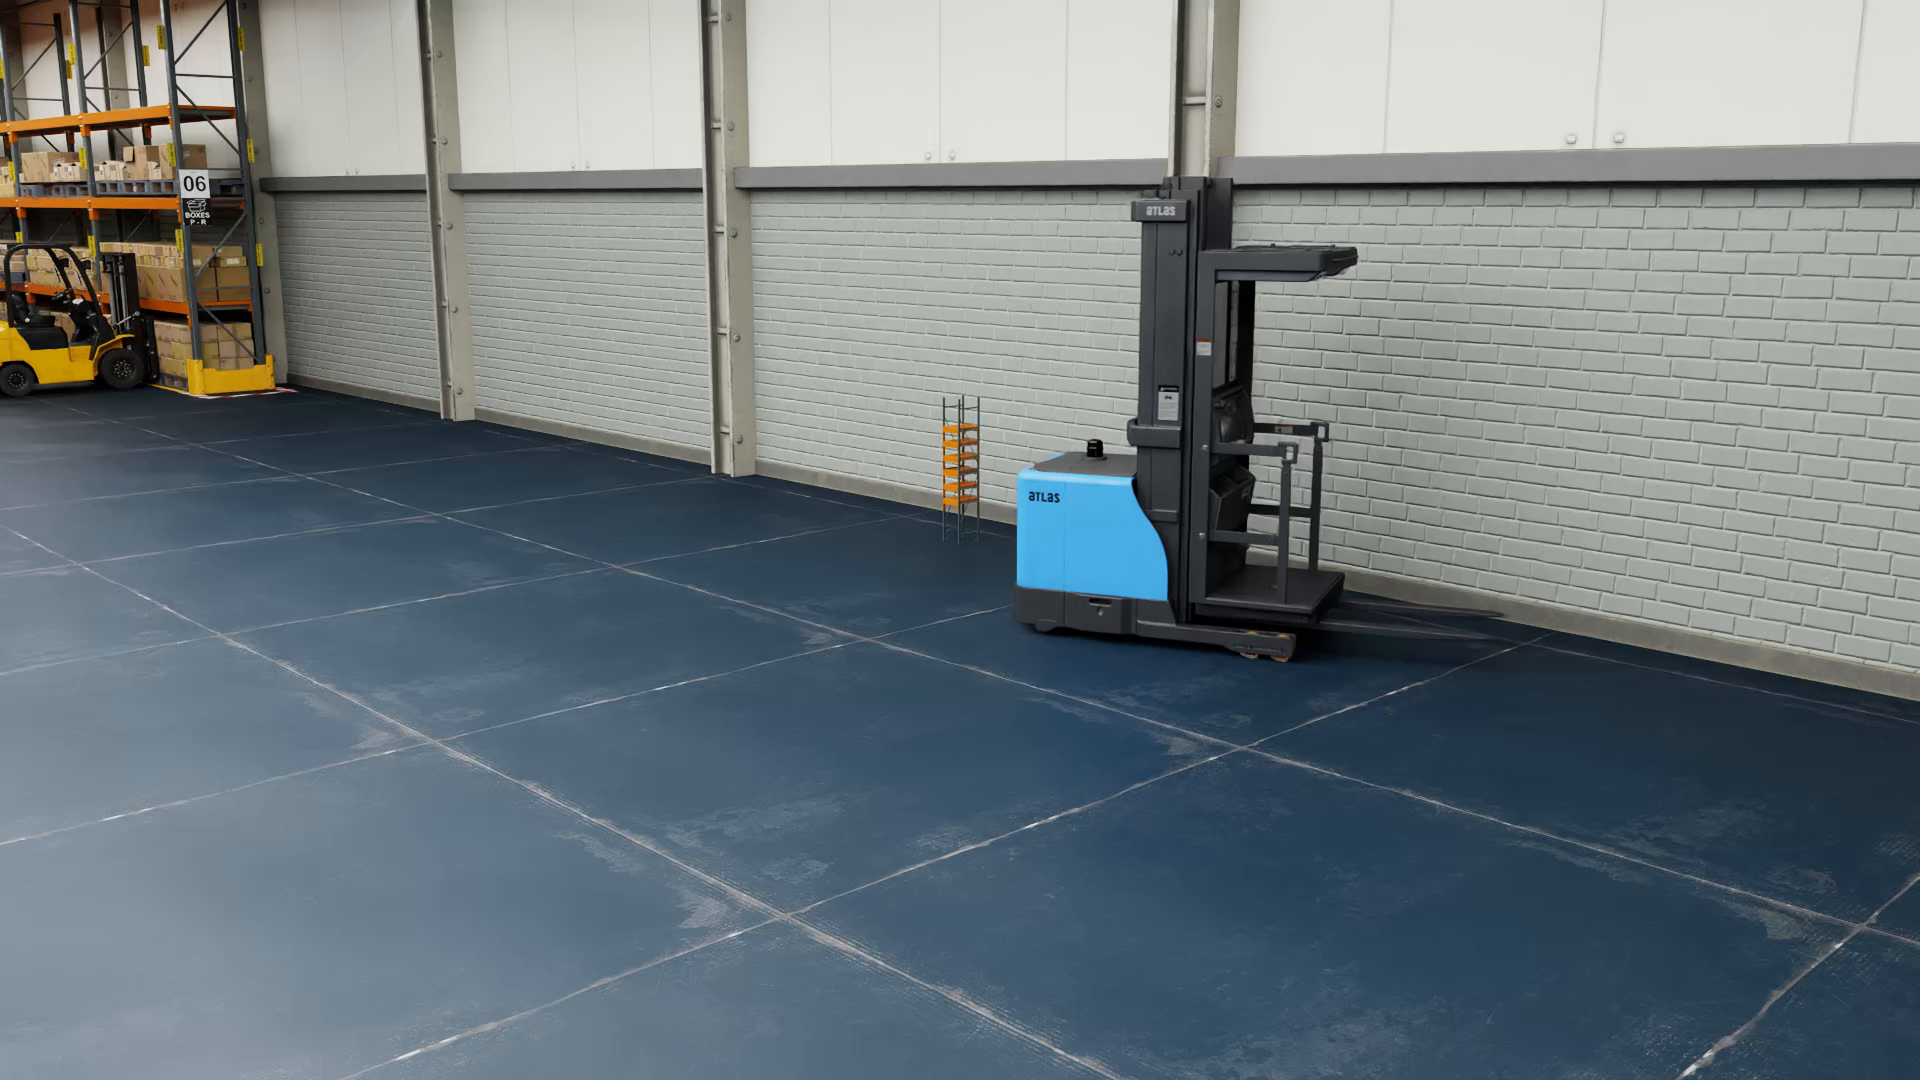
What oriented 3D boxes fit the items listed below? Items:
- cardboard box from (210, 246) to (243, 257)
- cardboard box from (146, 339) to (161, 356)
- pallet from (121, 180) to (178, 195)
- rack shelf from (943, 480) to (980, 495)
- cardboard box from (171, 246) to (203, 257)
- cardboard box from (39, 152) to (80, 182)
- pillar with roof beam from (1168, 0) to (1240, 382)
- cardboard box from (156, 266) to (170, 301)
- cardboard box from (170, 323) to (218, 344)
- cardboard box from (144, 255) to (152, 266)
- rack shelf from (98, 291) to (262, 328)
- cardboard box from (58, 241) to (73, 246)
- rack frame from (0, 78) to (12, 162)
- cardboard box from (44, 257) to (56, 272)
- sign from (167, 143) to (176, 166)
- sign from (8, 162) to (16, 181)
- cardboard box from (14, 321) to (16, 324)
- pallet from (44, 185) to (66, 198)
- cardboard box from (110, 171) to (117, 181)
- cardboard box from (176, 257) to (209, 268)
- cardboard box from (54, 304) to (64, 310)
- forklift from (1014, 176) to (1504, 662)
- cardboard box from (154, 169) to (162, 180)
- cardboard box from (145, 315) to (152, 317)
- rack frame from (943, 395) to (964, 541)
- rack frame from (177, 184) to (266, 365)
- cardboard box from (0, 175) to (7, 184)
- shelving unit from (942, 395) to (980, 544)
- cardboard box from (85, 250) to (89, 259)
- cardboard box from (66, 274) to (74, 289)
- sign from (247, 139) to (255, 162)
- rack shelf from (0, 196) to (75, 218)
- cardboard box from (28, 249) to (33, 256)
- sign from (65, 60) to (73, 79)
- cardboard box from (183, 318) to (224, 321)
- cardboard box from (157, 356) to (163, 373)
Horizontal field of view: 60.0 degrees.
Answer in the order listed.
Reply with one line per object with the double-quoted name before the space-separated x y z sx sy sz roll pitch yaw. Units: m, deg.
"cardboard box" -10.879 -4.279 24.654 0.380 0.149 0.250 -11 16 -44
"cardboard box" -12.074 -2.966 25.409 0.500 0.250 0.500 -11 16 -44
"pallet" -12.117 -5.398 25.466 1.003 0.211 1.213 -11 16 -43
"rack shelf" 0.010 -0.424 13.813 0.258 0.103 0.180 -11 16 -43
"cardboard box" -11.394 -4.255 24.537 0.380 0.149 0.250 -11 16 -42
"cardboard box" -15.299 -6.340 28.280 0.500 0.500 0.500 -10 16 -41
"pillar with roof beam" -1.313 -3.626 9.212 9.100 9.000 0.400 -11 16 -43
"cardboard box" -11.682 -3.849 24.912 0.500 0.500 0.500 -10 15 -41
"cardboard box" -11.345 -3.060 24.627 0.500 0.250 0.500 -10 15 -41
"cardboard box" -12.147 -4.250 25.250 0.380 0.149 0.250 -11 16 -42
"rack shelf" -12.182 -3.627 25.867 1.077 0.370 4.000 -11 16 -43
"cardboard box" -16.568 -5.207 30.462 0.500 0.500 0.500 -10 15 -40
"rack frame" -19.088 -8.377 32.272 1.000 3.000 0.127 -11 16 -43
"cardboard box" -15.503 -4.776 28.791 0.500 0.250 0.500 11 16 44
"sign" -11.203 -5.478 23.636 0.100 0.325 0.005 -11 16 -43
"sign" -16.720 -6.502 29.324 0.100 0.325 0.005 -11 16 -43
"cardboard box" -17.475 -4.019 31.139 0.500 0.500 0.500 -10 15 -40
"pallet" -15.018 -5.983 28.550 1.003 0.211 1.213 -10 15 -40
"cardboard box" -12.942 -5.652 25.813 0.380 0.149 0.250 -10 15 -41
"cardboard box" -11.243 -4.066 24.358 0.380 0.149 0.250 -11 16 -42
"cardboard box" -16.625 -4.316 30.975 0.380 0.149 0.250 -10 15 -41
"forklift" 1.925 -0.806 10.560 3.031 2.935 1.130 5 13 22
"cardboard box" -11.593 -5.367 24.429 0.250 0.149 0.380 11 16 44
"cardboard box" -13.110 -3.430 26.421 0.500 0.250 0.500 -11 16 -42
"rack frame" -0.053 -0.599 13.845 0.240 1.200 0.006 -11 16 -43
"rack frame" -10.801 -3.688 24.377 1.000 3.000 0.127 -11 16 -43
"cardboard box" -17.276 -6.577 30.352 0.380 0.149 0.250 -11 16 -43
"shelving unit" 0.010 -0.586 13.780 0.258 1.200 0.189 -11 16 -43
"cardboard box" -14.282 -4.735 27.606 0.380 0.149 0.250 -11 16 -43
"cardboard box" -14.773 -4.384 28.131 0.500 0.250 0.500 -11 16 -42
"sign" -10.396 -5.700 24.350 0.100 0.325 0.005 -11 16 -43
"rack shelf" -17.707 -6.264 31.231 1.077 0.370 4.000 -11 16 -43
"cardboard box" -16.319 -5.134 29.544 0.380 0.149 0.250 -10 15 -41
"sign" -15.927 -8.406 29.707 0.100 0.325 0.005 -11 16 -43
"cardboard box" -11.681 -3.280 25.693 0.500 0.250 0.500 -11 16 -43
"cardboard box" -12.030 -2.719 25.451 0.500 0.250 0.500 -11 16 -42
